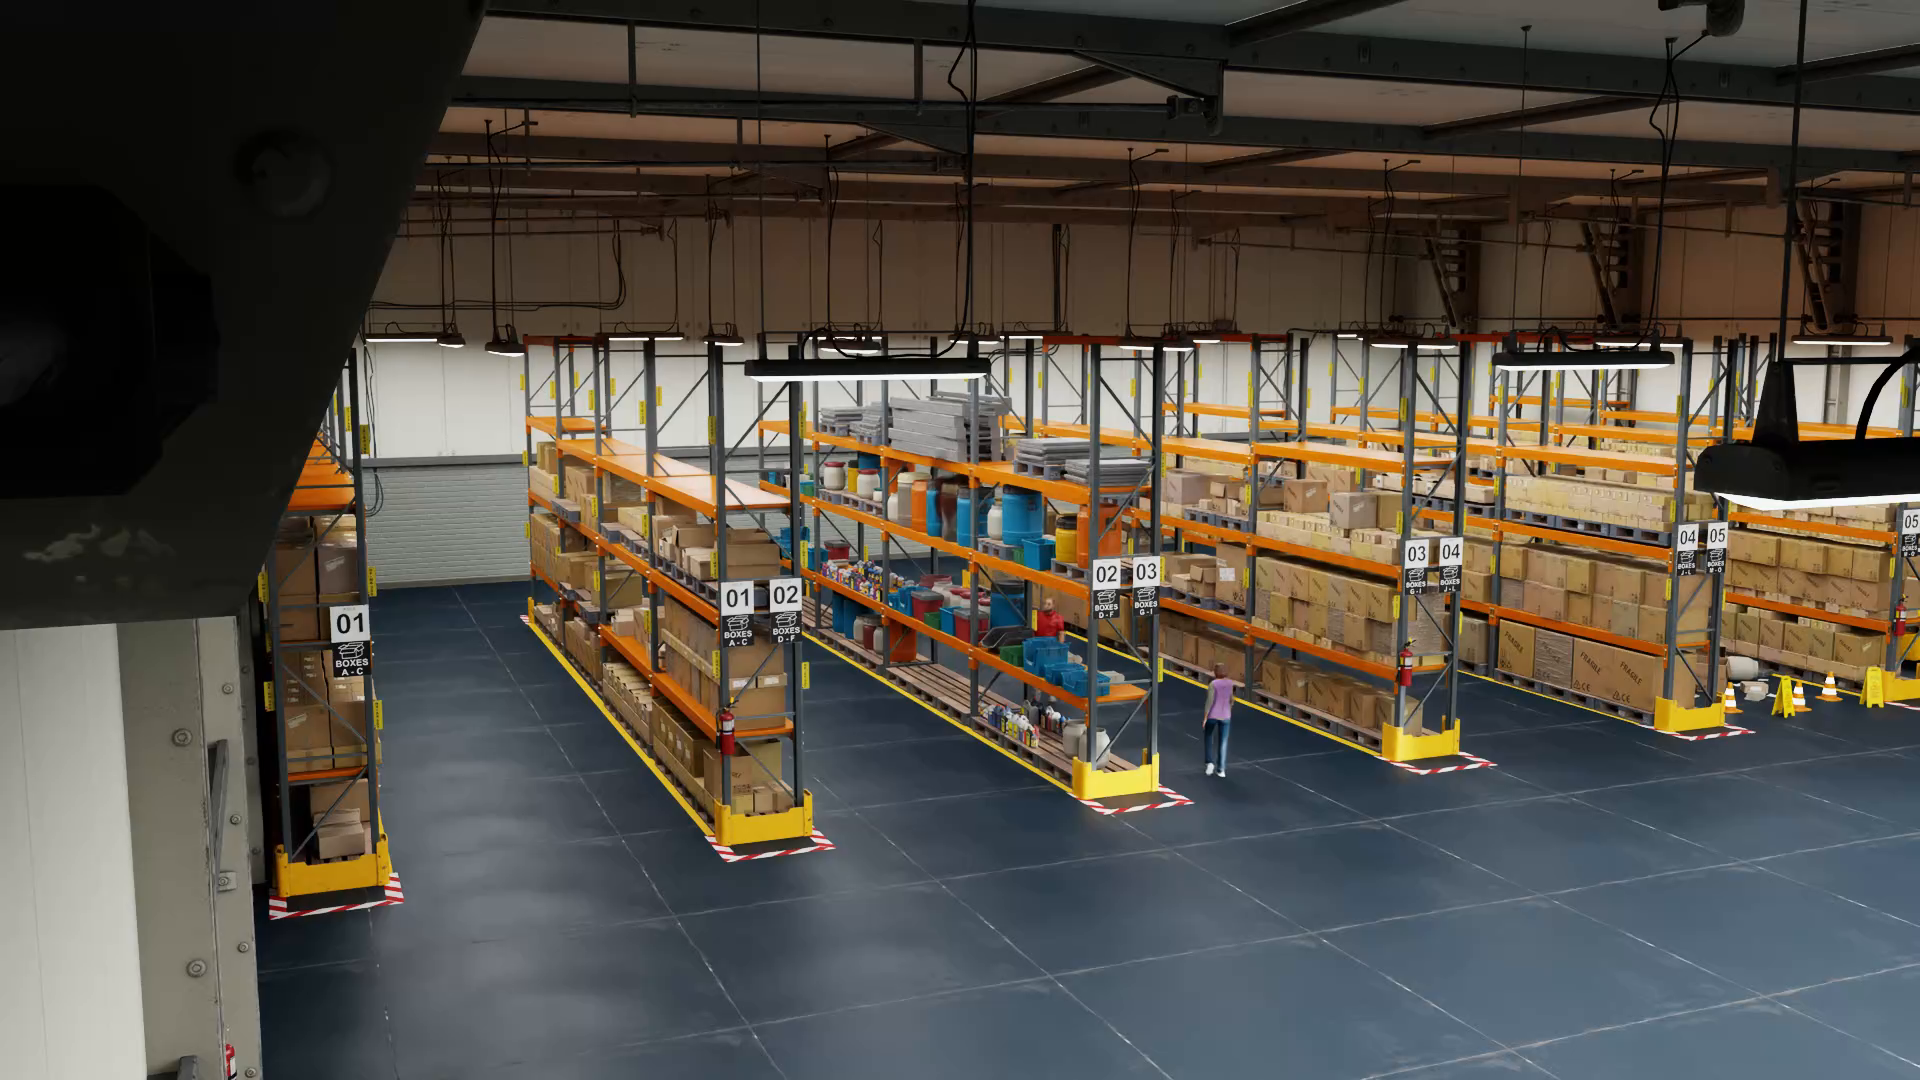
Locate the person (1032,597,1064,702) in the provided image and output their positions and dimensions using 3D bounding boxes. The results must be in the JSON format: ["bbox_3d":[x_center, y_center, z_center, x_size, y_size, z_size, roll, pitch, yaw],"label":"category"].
[{"bbox_3d":[1.439,1.842,27.545,0.586,1.793,0.413,1,8,7],"label":"person"}]

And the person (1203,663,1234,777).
[{"bbox_3d":[3.590,2.481,23.080,0.419,1.620,0.509,1,8,11],"label":"person"}]
